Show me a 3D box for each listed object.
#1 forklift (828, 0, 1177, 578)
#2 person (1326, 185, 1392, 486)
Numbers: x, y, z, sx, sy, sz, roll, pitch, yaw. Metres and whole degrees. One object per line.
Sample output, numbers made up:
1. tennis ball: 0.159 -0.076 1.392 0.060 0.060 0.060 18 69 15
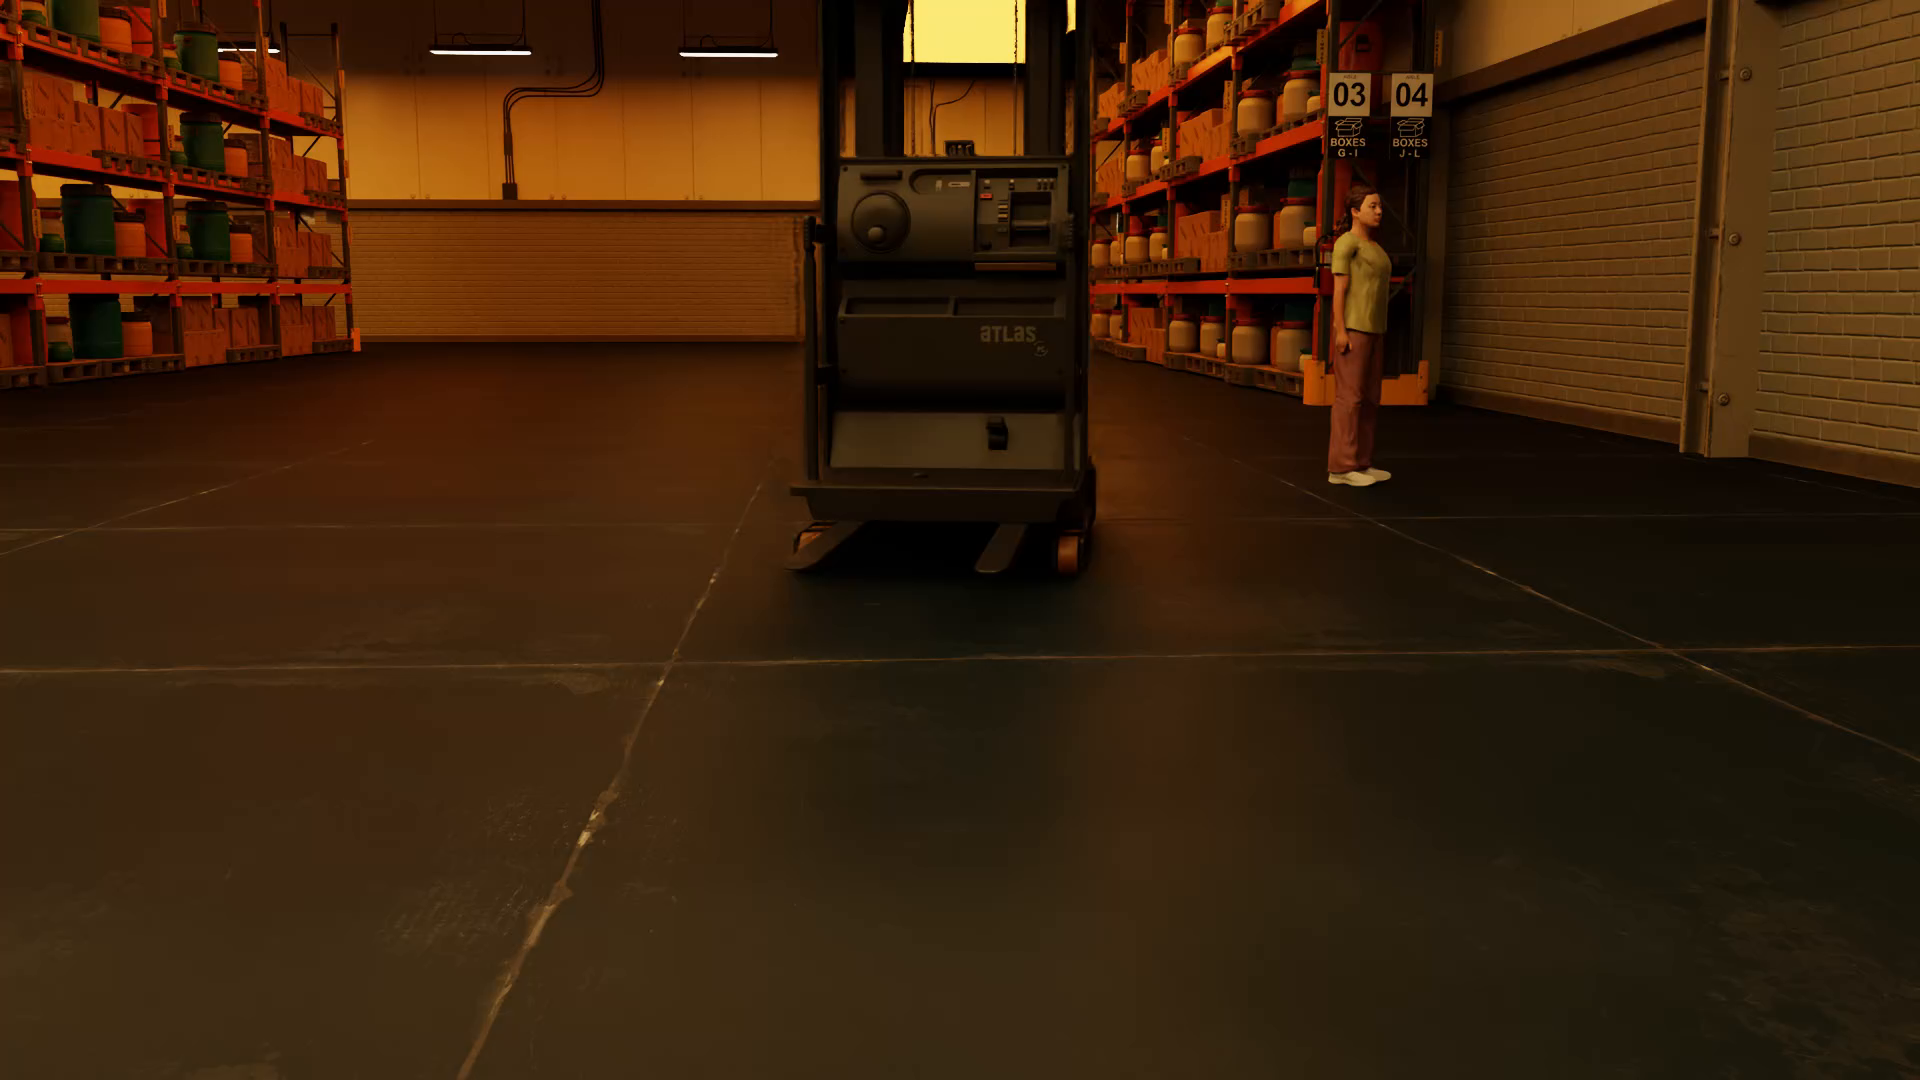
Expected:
1. forklift: 0.115 -1.357 6.472 1.130 2.935 3.031 -1 9 -9
2. person: 2.268 -1.158 9.413 0.369 1.673 0.436 6 10 35
